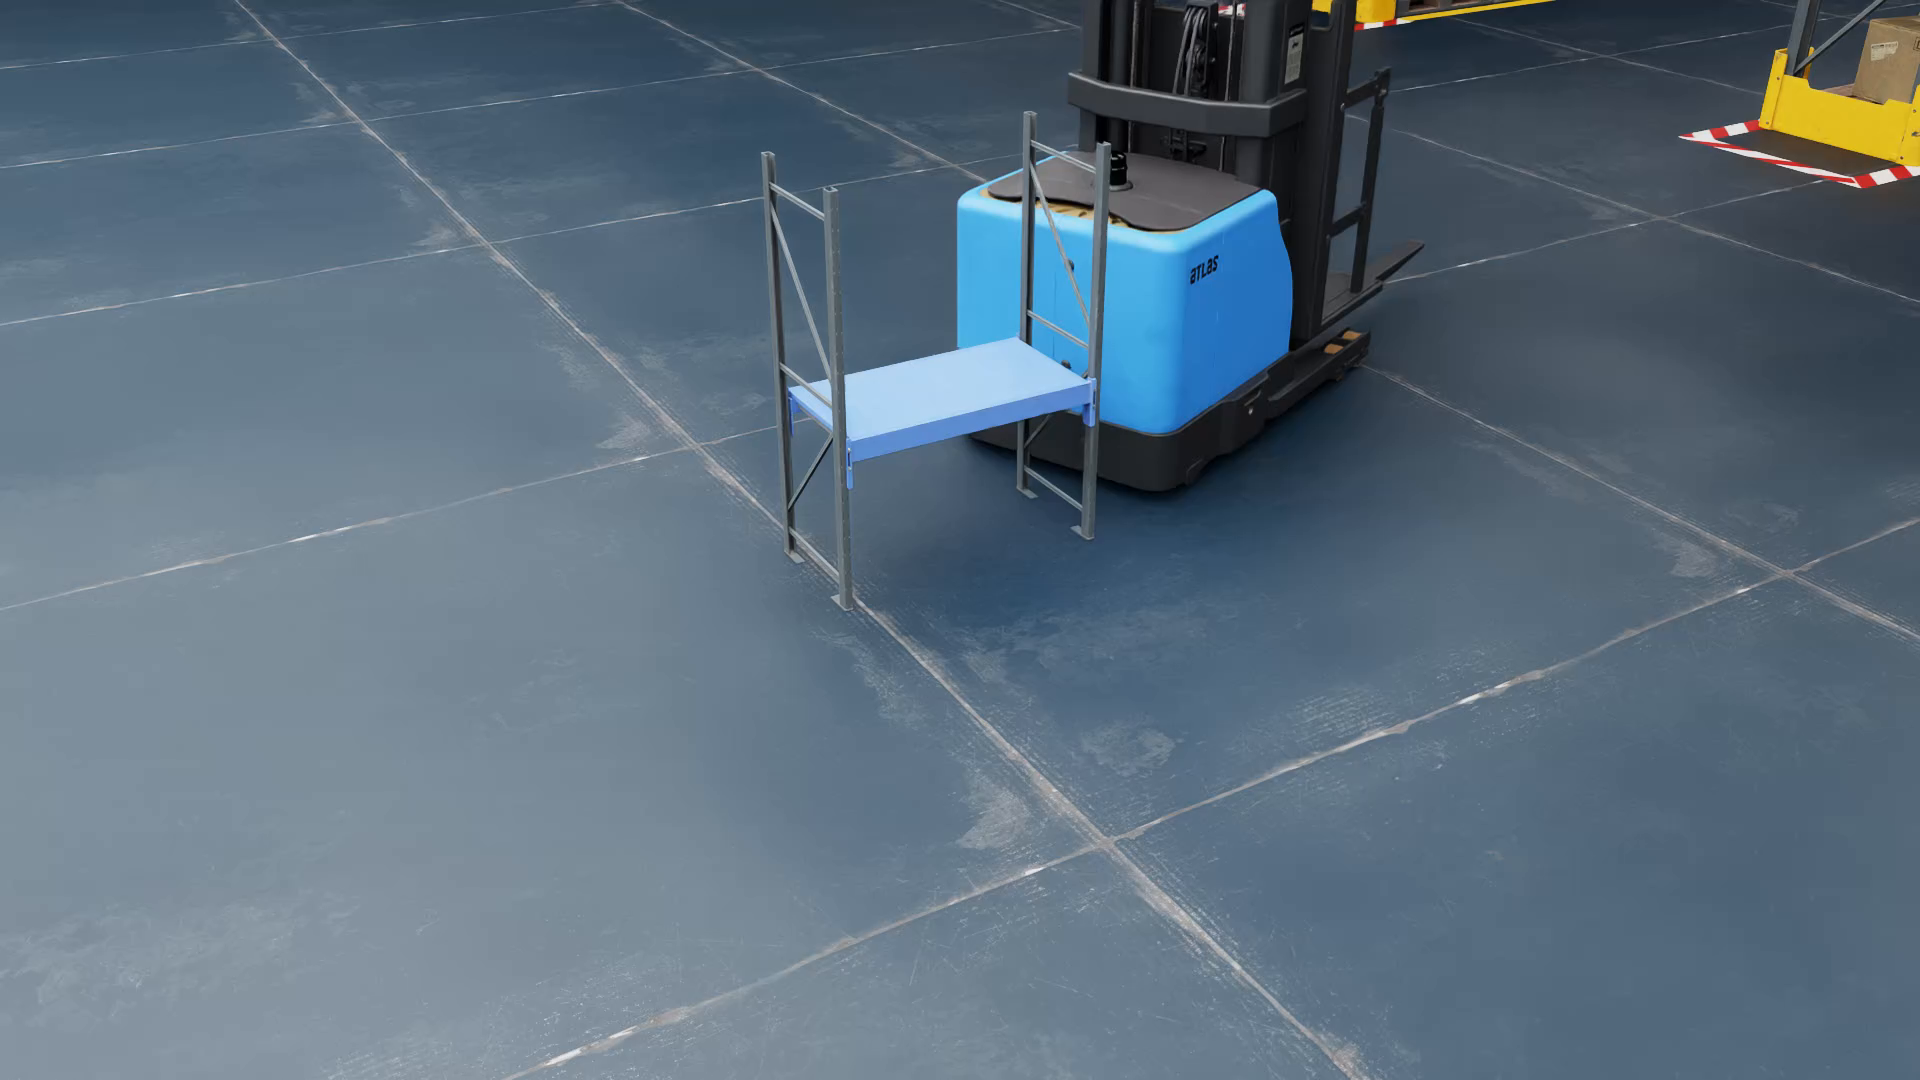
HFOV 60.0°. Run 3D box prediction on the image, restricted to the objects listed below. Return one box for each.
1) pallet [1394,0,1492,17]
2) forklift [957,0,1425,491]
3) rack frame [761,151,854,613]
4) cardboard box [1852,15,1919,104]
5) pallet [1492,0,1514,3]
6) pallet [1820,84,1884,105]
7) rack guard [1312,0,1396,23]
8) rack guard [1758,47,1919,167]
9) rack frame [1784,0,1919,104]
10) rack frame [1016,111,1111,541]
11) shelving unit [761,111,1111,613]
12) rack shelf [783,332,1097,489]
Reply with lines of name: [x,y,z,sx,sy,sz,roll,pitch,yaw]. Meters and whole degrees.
pallet: [4.057,-5.011,15.111,1.213,0.211,1.003,-16,33,-26]
forklift: [1.242,-2.129,7.075,1.130,2.935,3.031,19,34,31]
rack frame: [-0.512,-0.511,5.624,0.032,1.500,0.500,-16,33,-26]
cardboard box: [6.368,-3.169,11.040,0.500,0.500,0.500,-10,30,-17]
pallet: [5.107,-5.307,15.648,1.213,0.211,1.003,-16,33,-26]
pallet: [6.605,-2.915,11.314,1.213,0.211,1.003,-16,33,-26]
rack guard: [3.354,-4.940,14.685,0.348,0.500,1.175,-16,33,-26]
rack guard: [5.887,-2.857,10.910,0.348,0.500,1.175,-16,33,-26]
rack frame: [5.821,-3.933,10.273,0.127,3.000,1.000,-16,33,-26]
rack frame: [0.365,-0.760,6.075,0.032,1.500,0.500,-16,33,-26]
shelving unit: [-0.074,-0.636,5.850,1.048,1.500,0.538,-16,33,-26]
rack shelf: [-0.074,-0.478,5.937,1.000,0.185,0.538,-16,33,-26]
